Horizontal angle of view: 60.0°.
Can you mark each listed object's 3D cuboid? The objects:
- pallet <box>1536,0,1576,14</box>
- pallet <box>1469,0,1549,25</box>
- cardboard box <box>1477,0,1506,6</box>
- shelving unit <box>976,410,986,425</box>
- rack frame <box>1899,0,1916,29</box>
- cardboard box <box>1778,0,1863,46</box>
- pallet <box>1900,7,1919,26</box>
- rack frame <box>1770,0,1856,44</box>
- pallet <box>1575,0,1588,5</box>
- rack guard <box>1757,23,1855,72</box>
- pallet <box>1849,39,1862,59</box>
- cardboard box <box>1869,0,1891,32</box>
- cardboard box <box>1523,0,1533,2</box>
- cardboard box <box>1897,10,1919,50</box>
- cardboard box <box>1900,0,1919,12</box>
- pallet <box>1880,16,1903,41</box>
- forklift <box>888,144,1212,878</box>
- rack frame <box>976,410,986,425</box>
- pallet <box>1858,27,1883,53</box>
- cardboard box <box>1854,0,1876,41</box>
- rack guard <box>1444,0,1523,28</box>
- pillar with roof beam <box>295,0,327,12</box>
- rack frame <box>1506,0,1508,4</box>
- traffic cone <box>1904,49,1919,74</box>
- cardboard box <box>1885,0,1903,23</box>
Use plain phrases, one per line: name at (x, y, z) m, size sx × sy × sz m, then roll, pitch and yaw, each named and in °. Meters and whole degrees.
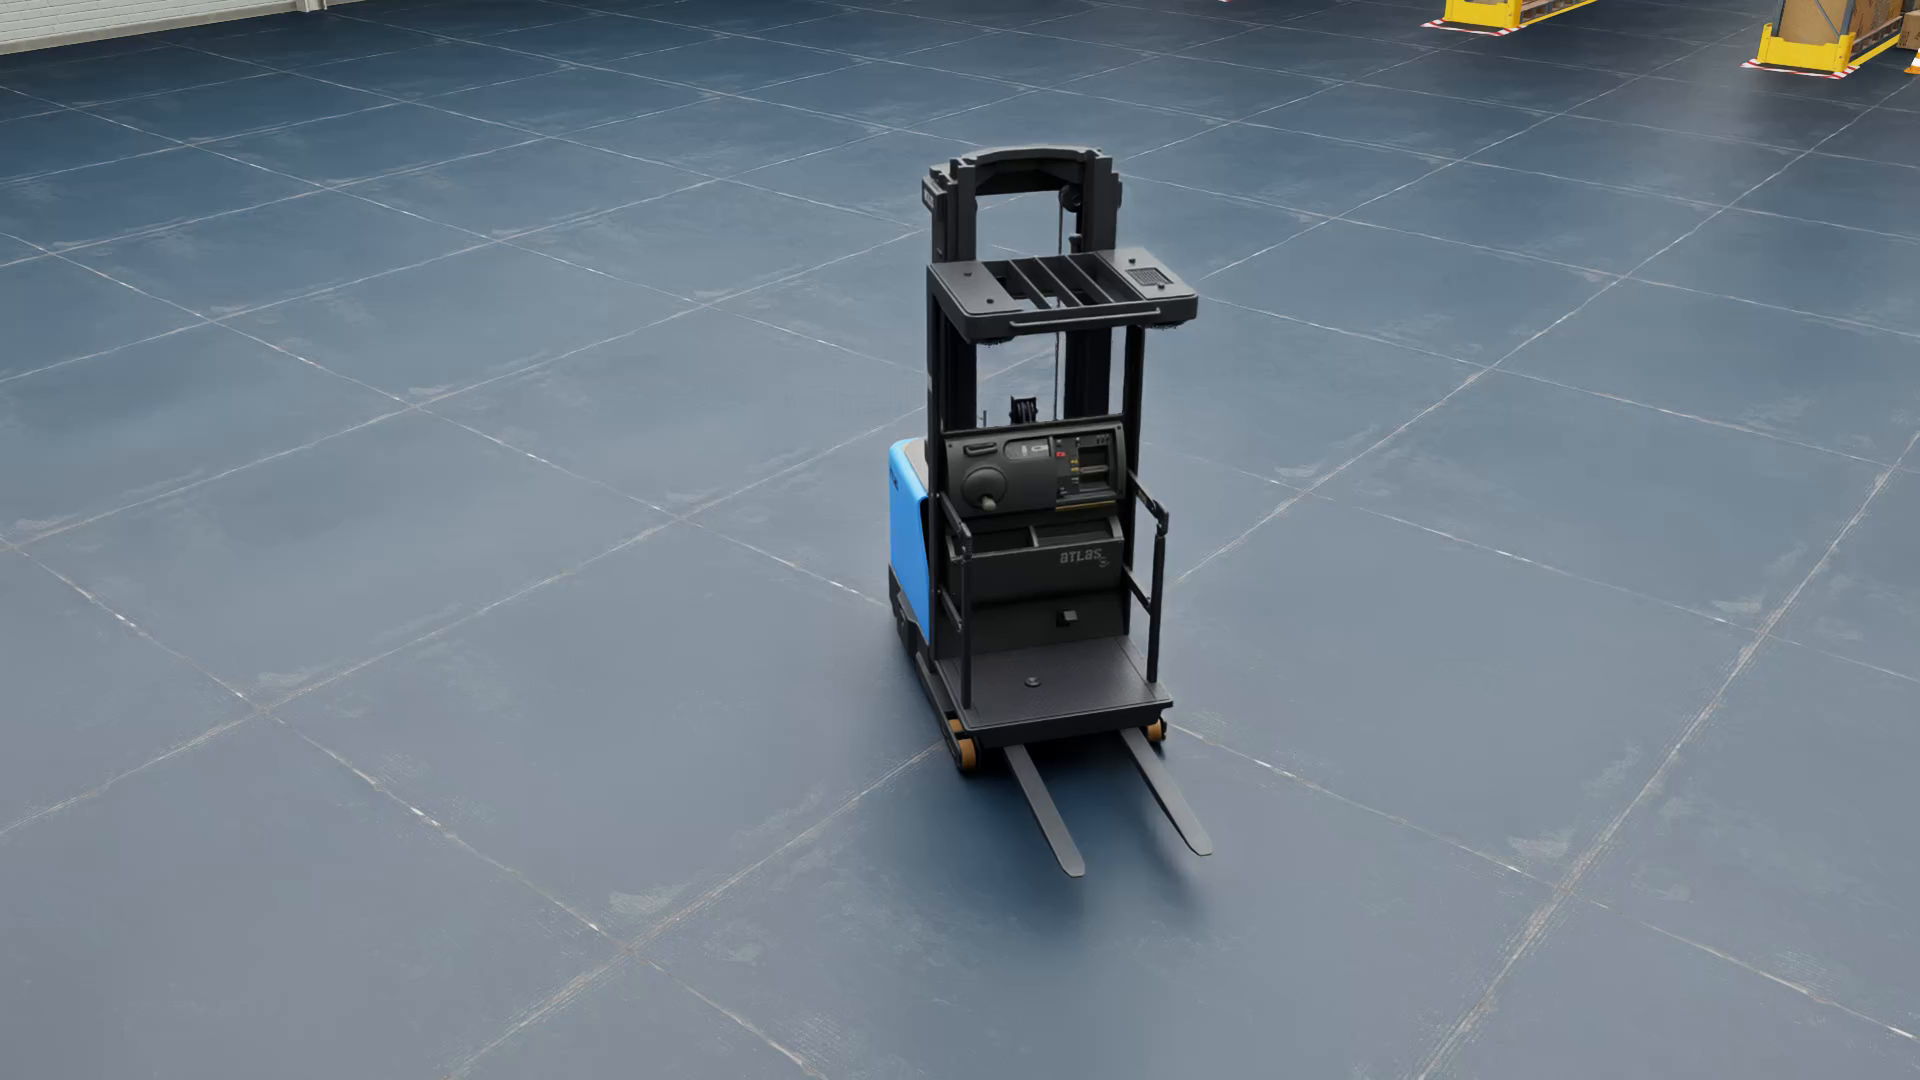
pallet at (9.765, -9.180, 28.265) m, size 1.003 × 0.211 × 1.213 m, roll 21°, pitch 34°, yaw 34°
pallet at (8.989, -8.749, 27.433) m, size 1.003 × 0.211 × 1.213 m, roll 21°, pitch 34°, yaw 34°
cardboard box at (8.807, -8.976, 27.100) m, size 0.500 × 0.500 × 0.500 m, roll -21°, pitch 34°, yaw -35°
shelving unit at (0.005, -0.403, 10.549) m, size 0.258 × 0.900 × 0.210 m, roll 21°, pitch 34°, yaw 34°
rack frame at (14.704, -9.616, 26.073) m, size 1.000 × 3.000 × 0.127 m, roll 21°, pitch 34°, yaw 34°
cardboard box at (12.540, -7.700, 24.226) m, size 0.875 × 0.875 × 0.875 m, roll 21°, pitch 34°, yaw 35°
pallet at (15.137, -8.673, 27.285) m, size 1.003 × 0.211 × 1.213 m, roll 21°, pitch 34°, yaw 34°
rack frame at (12.160, -8.198, 23.332) m, size 1.000 × 3.000 × 0.127 m, roll 21°, pitch 34°, yaw 34°
pallet at (10.541, -9.614, 29.105) m, size 1.003 × 0.211 × 1.213 m, roll 21°, pitch 34°, yaw 34°
rack guard at (12.144, -7.079, 23.890) m, size 1.175 × 0.500 × 0.348 m, roll 21°, pitch 34°, yaw 34°
pallet at (12.608, -7.265, 24.565) m, size 1.003 × 0.211 × 1.213 m, roll 21°, pitch 34°, yaw 34°
cardboard box at (13.680, -8.335, 25.454) m, size 0.875 × 0.875 × 0.875 m, roll 21°, pitch 34°, yaw 35°
cardboard box at (9.161, -9.198, 27.529) m, size 0.500 × 0.500 × 0.500 m, roll -18°, pitch 32°, yaw -31°
cardboard box at (14.508, -7.656, 25.003) m, size 0.500 × 0.500 × 0.500 m, roll -21°, pitch 34°, yaw -35°
cardboard box at (15.029, -9.050, 26.970) m, size 1.050 × 0.750 × 0.750 m, roll 21°, pitch 34°, yaw 34°
pallet at (14.160, -8.131, 26.237) m, size 1.003 × 0.211 × 1.213 m, roll 21°, pitch 34°, yaw 34°
forklift at (0.441, -0.320, 8.179) m, size 1.130 × 2.935 × 3.031 m, roll -7°, pitch 28°, yaw -13°
rack frame at (0.070, -0.439, 10.618) m, size 0.240 × 0.900 × 0.006 m, roll 21°, pitch 34°, yaw 34°
pallet at (13.384, -7.696, 25.397) m, size 1.003 × 0.211 × 1.213 m, roll 21°, pitch 34°, yaw 34°
cardboard box at (13.098, -8.013, 24.830) m, size 0.875 × 0.875 × 0.875 m, roll 20°, pitch 34°, yaw 34°
rack guard at (8.445, -8.600, 26.830) m, size 1.175 × 0.500 × 0.348 m, roll 21°, pitch 34°, yaw 34°
pillar with roof beam at (-7.603, -11.679, 23.532) m, size 9.100 × 9.000 × 0.400 m, roll 21°, pitch 34°, yaw 34°
rack frame at (8.397, -9.683, 26.203) m, size 1.000 × 3.000 × 0.127 m, roll 21°, pitch 34°, yaw 34°
traffic cone at (13.593, -6.844, 23.476) m, size 0.336 × 0.463 × 0.334 m, roll 21°, pitch 34°, yaw 34°
cardboard box at (14.250, -8.656, 26.073) m, size 0.875 × 0.875 × 0.875 m, roll 21°, pitch 34°, yaw 35°
